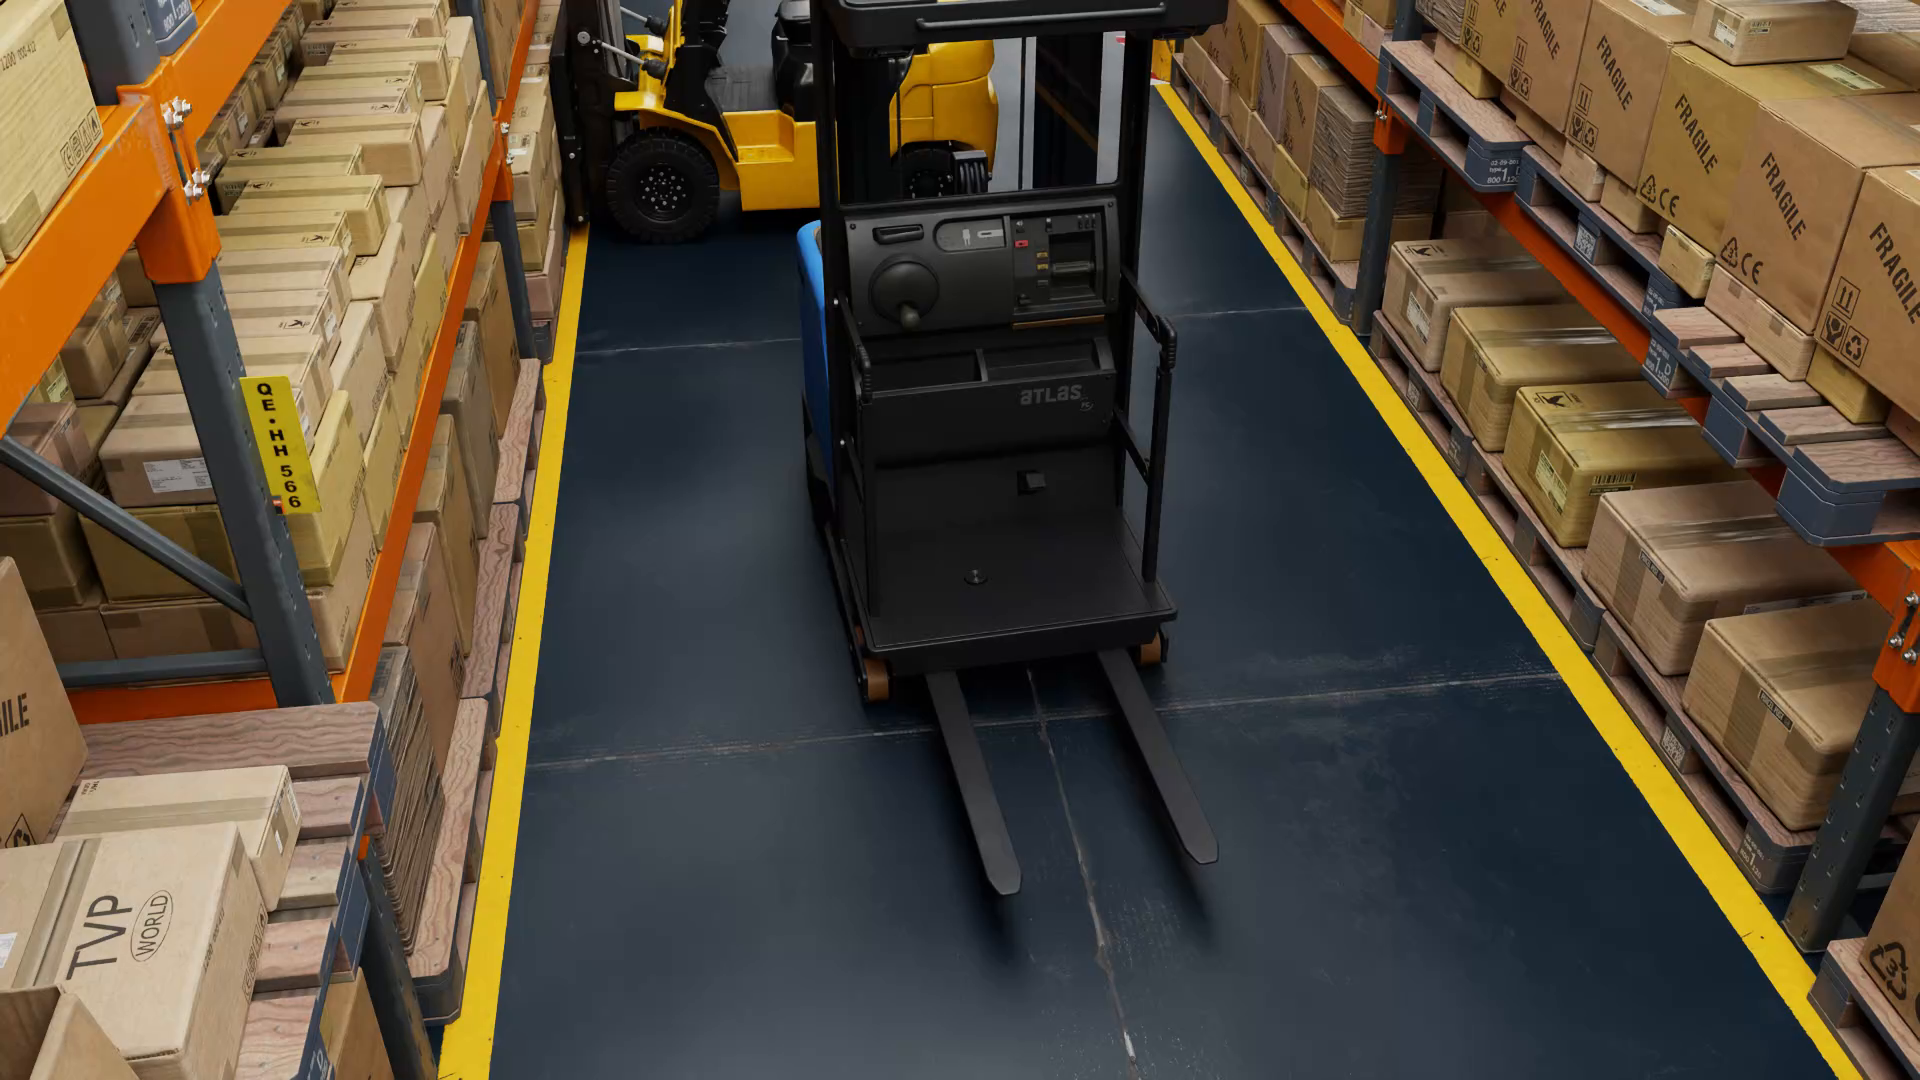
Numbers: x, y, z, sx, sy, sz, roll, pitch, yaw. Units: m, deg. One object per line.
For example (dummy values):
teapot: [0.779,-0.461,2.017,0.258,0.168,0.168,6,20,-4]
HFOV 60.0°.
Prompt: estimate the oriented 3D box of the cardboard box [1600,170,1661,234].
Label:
cardboard box: [2.424,-1.170,5.654,0.380,0.149,0.250,-5,35,-8]

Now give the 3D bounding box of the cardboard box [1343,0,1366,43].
cardboard box: [2.065,-2.500,7.978,0.380,0.149,0.250,-4,34,-5]

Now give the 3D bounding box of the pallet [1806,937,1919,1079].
pallet: [3.020,1.521,4.331,1.003,0.211,1.213,-4,35,-6]

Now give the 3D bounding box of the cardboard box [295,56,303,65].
cardboard box: [-2.653,-1.773,6.377,0.500,0.250,0.500,-5,35,-7]

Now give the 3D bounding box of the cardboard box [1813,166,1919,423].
cardboard box: [2.652,-0.647,4.310,0.500,0.500,0.500,-5,35,-8]

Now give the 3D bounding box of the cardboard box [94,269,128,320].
cardboard box: [-2.396,-0.593,4.292,0.380,0.149,0.250,-5,35,-7]

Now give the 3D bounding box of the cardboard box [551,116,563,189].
cardboard box: [-2.353,-2.031,8.691,0.500,0.250,0.500,-5,35,-7]

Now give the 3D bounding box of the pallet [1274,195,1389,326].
pallet: [2.325,-1.529,8.806,1.003,0.211,1.213,-4,35,-6]

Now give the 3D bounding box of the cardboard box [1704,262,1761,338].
cardboard box: [2.499,-0.734,5.014,0.380,0.149,0.250,-6,35,-9]

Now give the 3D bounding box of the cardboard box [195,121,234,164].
cardboard box: [-2.474,-1.174,5.144,0.380,0.149,0.250,-4,34,-6]

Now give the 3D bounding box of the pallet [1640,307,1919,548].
pallet: [2.787,-0.387,4.825,1.213,0.211,1.003,-4,35,-6]

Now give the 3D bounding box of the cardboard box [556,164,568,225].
cardboard box: [-2.373,-1.831,8.842,0.500,0.250,0.500,-4,34,-6]

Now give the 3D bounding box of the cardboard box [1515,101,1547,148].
cardboard box: [2.344,-1.607,6.295,0.380,0.149,0.250,-4,34,-6]

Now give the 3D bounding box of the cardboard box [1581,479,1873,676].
cardboard box: [2.815,0.108,5.888,0.950,0.372,0.625,-5,35,-7]

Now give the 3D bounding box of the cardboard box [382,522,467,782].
cardboard box: [-2.096,0.396,5.242,0.875,0.625,0.625,-3,34,-5]

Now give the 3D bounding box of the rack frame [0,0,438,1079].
rack frame: [-1.930,0.301,3.645,1.000,3.000,0.127,-4,35,-6]

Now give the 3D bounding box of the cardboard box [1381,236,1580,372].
cardboard box: [2.524,-1.104,7.667,0.950,0.372,0.625,-4,34,-6]

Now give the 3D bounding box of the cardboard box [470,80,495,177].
cardboard box: [-2.141,-1.608,6.579,0.500,0.250,0.500,-4,34,-5]

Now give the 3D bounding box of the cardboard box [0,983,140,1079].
cardboard box: [-1.527,0.982,2.181,0.797,0.503,0.637,-5,35,-7]

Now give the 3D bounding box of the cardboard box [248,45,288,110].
cardboard box: [-2.561,-1.594,5.761,0.380,0.149,0.250,-5,35,-7]

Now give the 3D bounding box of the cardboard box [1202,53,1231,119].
cardboard box: [1.808,-2.822,10.296,0.500,0.250,0.500,-3,34,-5]

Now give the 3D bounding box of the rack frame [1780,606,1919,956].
rack frame: [2.988,-0.077,4.199,1.000,3.000,0.127,-4,35,-6]

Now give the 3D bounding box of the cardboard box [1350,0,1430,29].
cardboard box: [2.144,-2.702,7.699,0.500,0.500,0.500,-5,35,-8]

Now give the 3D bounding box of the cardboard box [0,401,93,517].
cardboard box: [-2.174,-0.174,3.678,0.380,0.149,0.250,-3,34,-5]

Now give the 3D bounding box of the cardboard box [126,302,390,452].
cardboard box: [-1.813,-0.389,4.347,0.500,0.250,0.500,-3,34,-5]

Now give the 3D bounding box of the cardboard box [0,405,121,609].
cardboard box: [-2.265,-0.073,3.883,0.500,0.250,0.500,-4,34,-5]

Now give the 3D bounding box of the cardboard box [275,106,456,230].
cardboard box: [-2.009,-1.249,5.608,0.500,0.250,0.500,-4,34,-5]

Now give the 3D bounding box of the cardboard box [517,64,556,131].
cardboard box: [-2.359,-2.238,8.551,0.500,0.250,0.500,-3,34,-5]

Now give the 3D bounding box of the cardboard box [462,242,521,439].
cardboard box: [-2.386,-0.833,7.045,0.875,0.625,0.625,-3,34,-4]

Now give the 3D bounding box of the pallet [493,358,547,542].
pallet: [-2.330,-0.371,7.106,1.003,0.211,1.213,-4,35,-6]

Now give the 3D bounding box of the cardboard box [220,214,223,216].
cardboard box: [-2.461,-0.919,5.125,0.500,0.250,0.500,-5,35,-7]

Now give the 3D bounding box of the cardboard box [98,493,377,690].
cardboard box: [-1.747,0.097,4.077,0.500,0.250,0.500,-4,35,-6]

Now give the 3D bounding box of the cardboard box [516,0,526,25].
cardboard box: [-2.424,-2.812,8.123,0.500,0.500,0.500,-5,35,-7]

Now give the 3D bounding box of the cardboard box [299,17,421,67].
cardboard box: [-2.168,-1.783,6.039,0.380,0.149,0.250,-4,35,-6]

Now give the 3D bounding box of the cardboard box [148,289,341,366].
cardboard box: [-1.778,-0.499,4.154,0.380,0.149,0.250,-3,34,-5]

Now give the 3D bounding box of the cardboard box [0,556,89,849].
cardboard box: [-2.015,0.385,3.059,0.500,0.500,0.500,-3,34,-4]

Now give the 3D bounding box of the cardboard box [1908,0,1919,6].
cardboard box: [6.961,-3.895,11.315,0.875,0.875,0.875,-4,34,-6]

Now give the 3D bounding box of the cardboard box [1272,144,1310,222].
cardboard box: [2.023,-1.952,9.020,0.500,0.250,0.500,-5,35,-8]

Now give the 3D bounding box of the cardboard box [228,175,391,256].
cardboard box: [-1.865,-0.928,4.783,0.380,0.149,0.250,-4,34,-5]

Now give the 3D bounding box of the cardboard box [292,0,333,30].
cardboard box: [-2.633,-2.028,6.398,0.380,0.149,0.250,-5,35,-7]

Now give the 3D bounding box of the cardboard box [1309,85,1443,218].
cardboard box: [2.105,-1.966,8.374,0.500,0.500,0.500,-5,35,-7]

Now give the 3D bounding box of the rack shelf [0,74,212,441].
rack shelf: [-1.661,0.475,1.365,1.077,0.370,4.000,-4,35,-6]

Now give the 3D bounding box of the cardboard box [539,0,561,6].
cardboard box: [-2.560,-3.096,9.810,0.500,0.250,0.500,-4,34,-6]

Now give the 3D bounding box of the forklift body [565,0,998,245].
forklift body: [-0.943,-2.892,9.084,2.313,2.155,1.214,-4,35,-6]

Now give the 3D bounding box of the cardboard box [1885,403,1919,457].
cardboard box: [2.711,-0.312,4.394,0.380,0.149,0.250,-3,34,-5]

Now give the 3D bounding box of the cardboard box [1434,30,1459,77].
cardboard box: [2.212,-2.046,6.940,0.380,0.149,0.250,-4,34,-6]

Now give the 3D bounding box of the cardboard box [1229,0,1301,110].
cardboard box: [1.885,-2.832,9.645,0.500,0.500,0.500,-4,34,-5]

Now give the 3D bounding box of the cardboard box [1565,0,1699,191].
cardboard box: [2.430,-1.521,5.593,0.500,0.500,0.500,-6,35,-8]

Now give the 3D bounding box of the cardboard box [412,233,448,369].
cardboard box: [-1.954,-0.761,5.336,0.500,0.250,0.500,-3,34,-5]

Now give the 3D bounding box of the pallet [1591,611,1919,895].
pallet: [2.885,0.639,5.625,1.003,0.211,1.213,-4,35,-6]

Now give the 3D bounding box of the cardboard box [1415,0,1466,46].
cardboard box: [2.229,-2.364,6.829,0.500,0.500,0.500,-4,34,-5]

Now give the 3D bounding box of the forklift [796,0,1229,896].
forklift: [0.130,-0.866,5.418,1.130,2.935,3.031,-7,35,-10]

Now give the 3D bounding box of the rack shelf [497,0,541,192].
rack shelf: [-2.737,-2.750,8.760,1.077,0.370,4.000,-4,35,-6]

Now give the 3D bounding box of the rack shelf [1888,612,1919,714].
rack shelf: [3.257,1.336,2.764,1.077,0.370,4.000,-4,35,-6]

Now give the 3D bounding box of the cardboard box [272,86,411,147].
cardboard box: [-2.000,-1.356,5.411,0.380,0.149,0.250,-4,34,-6]
